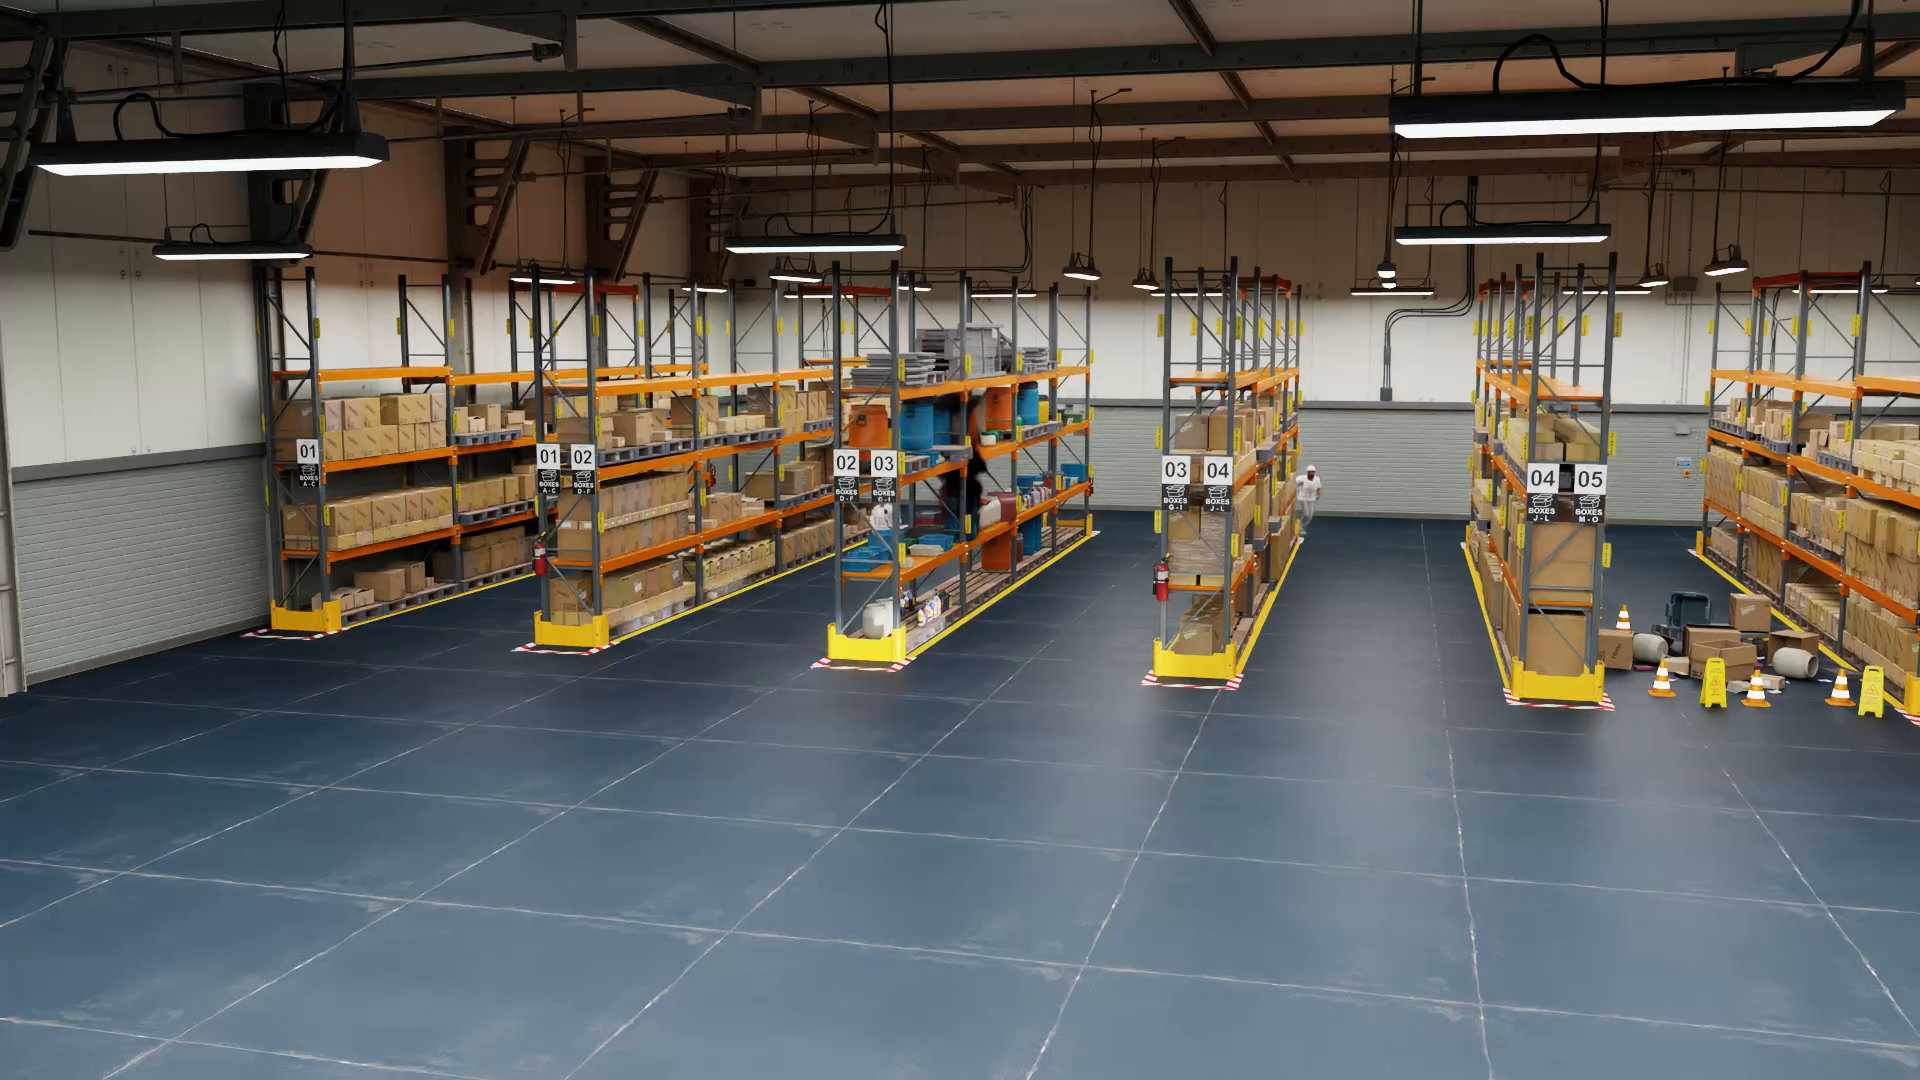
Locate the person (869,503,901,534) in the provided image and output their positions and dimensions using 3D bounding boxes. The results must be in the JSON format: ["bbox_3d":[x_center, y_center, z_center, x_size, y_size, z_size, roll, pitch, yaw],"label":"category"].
[{"bbox_3d":[-1.478,-0.103,31.562,0.612,1.670,0.498,3,8,21],"label":"person"}]

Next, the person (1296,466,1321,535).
[{"bbox_3d":[8.445,-0.966,40.375,0.710,1.700,0.598,-2,8,-18],"label":"person"}]
